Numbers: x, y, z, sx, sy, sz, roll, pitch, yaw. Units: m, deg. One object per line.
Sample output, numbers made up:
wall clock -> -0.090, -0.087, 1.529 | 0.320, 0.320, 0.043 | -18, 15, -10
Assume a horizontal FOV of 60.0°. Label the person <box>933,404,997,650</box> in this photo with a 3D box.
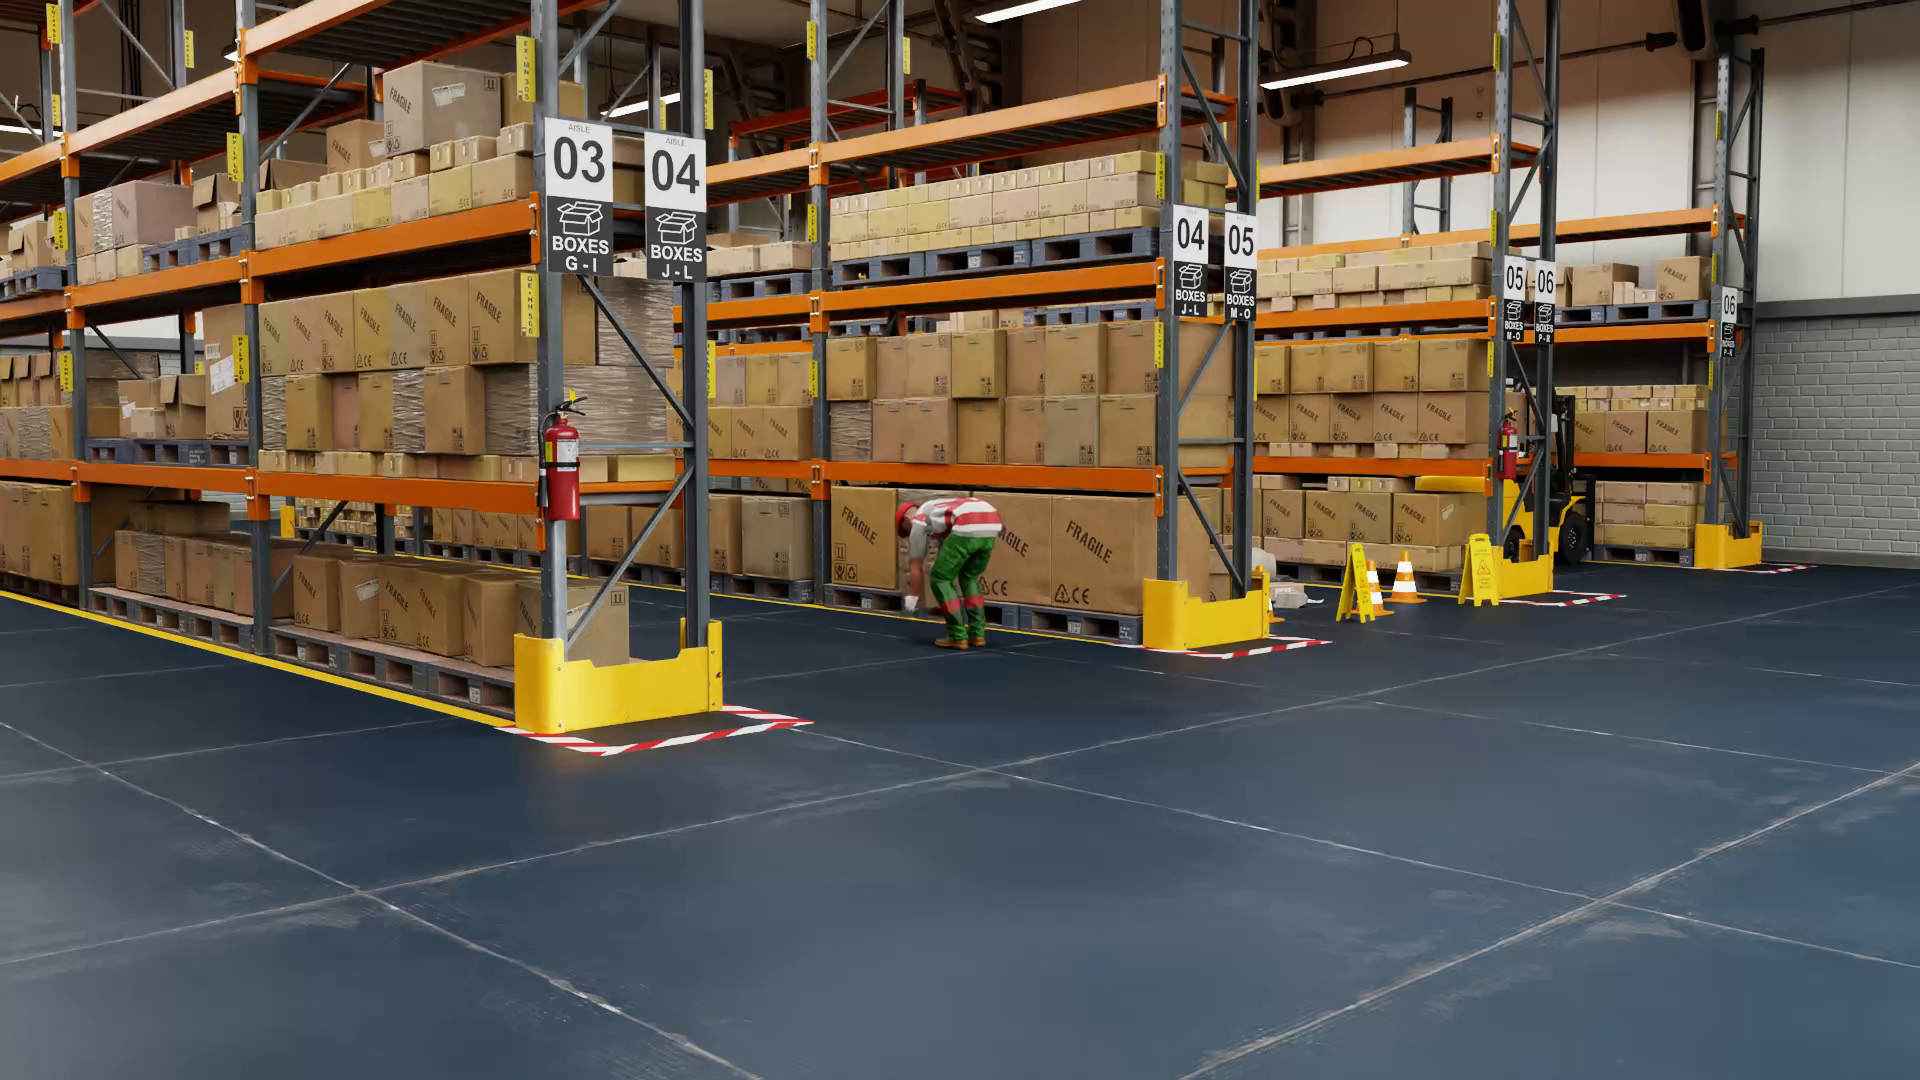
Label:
person -> 0.030, -0.102, 12.126 | 0.451, 1.777, 0.610 | 4, 5, 43
